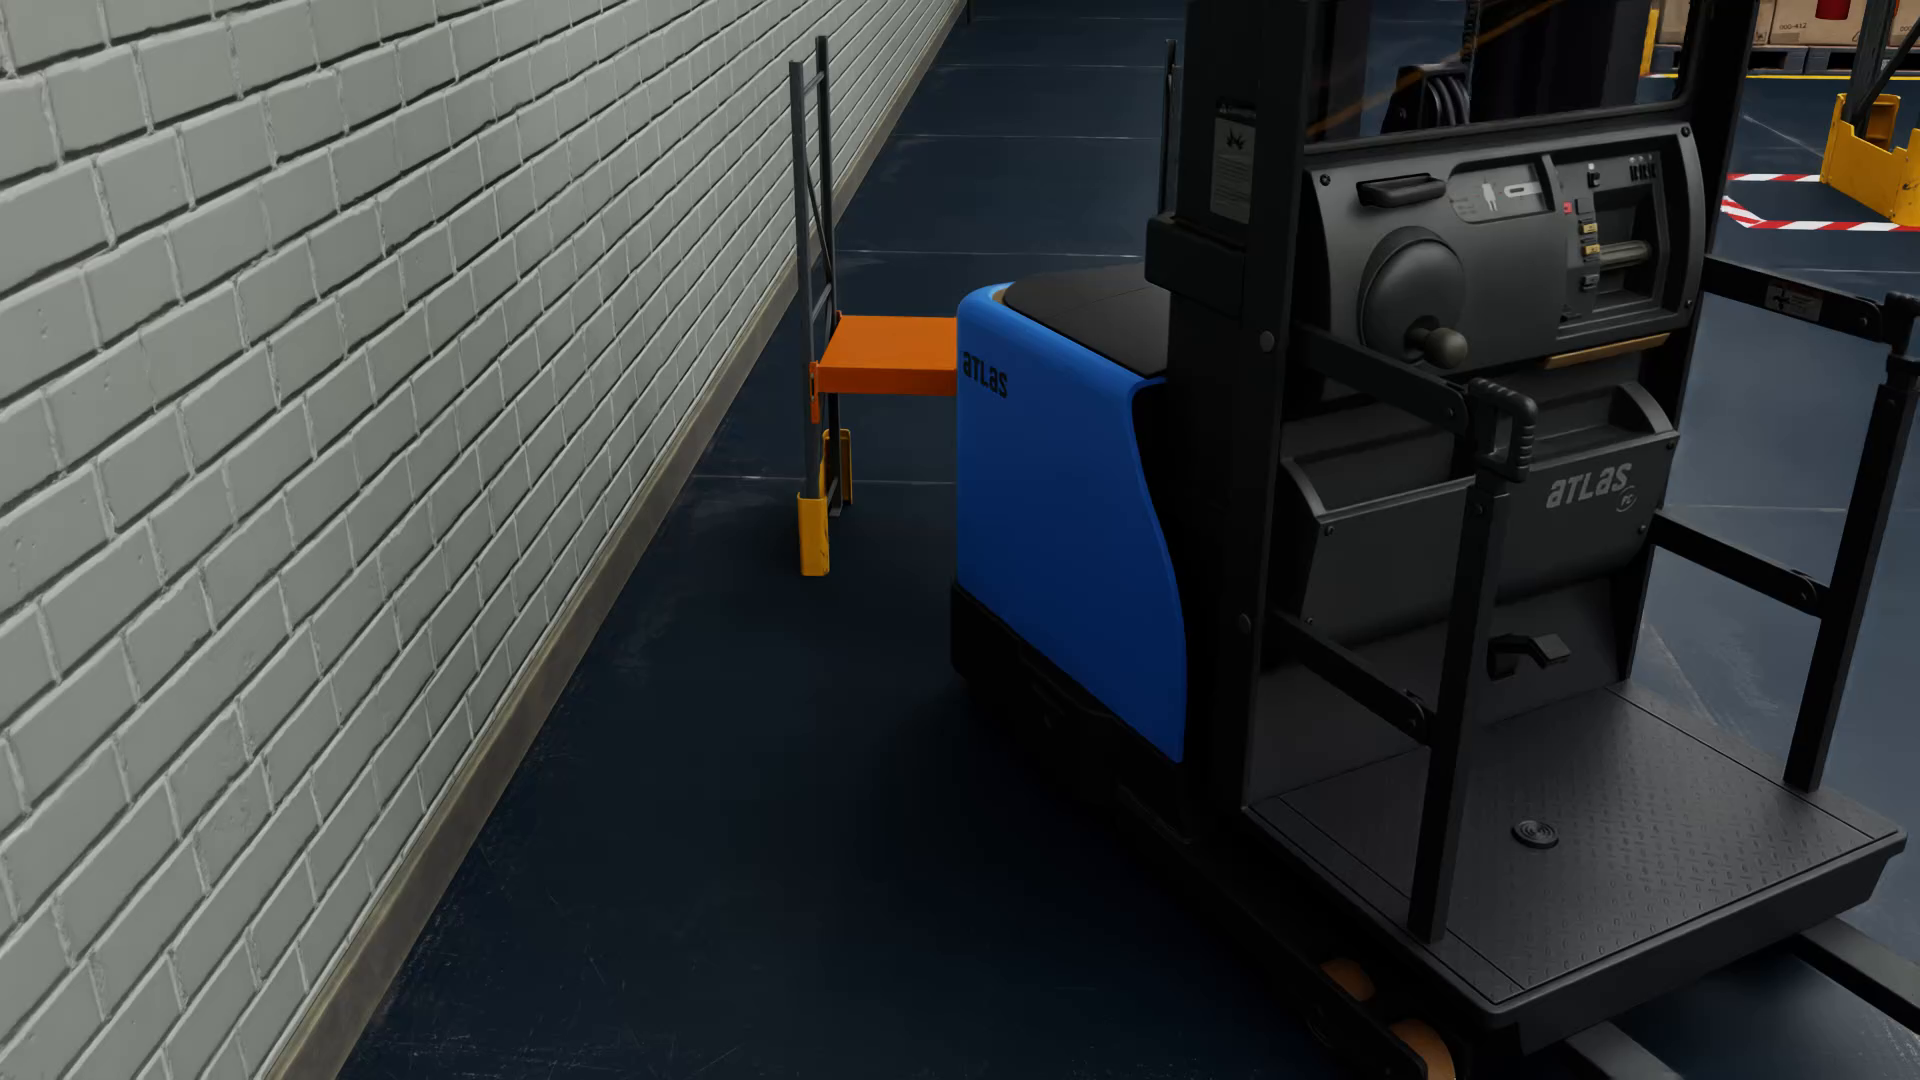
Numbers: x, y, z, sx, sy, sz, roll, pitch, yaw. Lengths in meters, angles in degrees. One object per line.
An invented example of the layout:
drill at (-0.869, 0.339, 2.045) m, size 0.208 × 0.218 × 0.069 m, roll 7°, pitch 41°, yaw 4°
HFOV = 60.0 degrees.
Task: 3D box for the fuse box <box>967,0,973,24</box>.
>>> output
fuse box at (0.127, -5.799, 15.805) m, size 0.414 × 1.711 × 0.539 m, roll 2°, pitch 25°, yaw 4°

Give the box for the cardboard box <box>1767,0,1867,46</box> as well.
cardboard box at (7.024, -4.364, 13.709) m, size 0.875 × 0.438 × 0.875 m, roll 2°, pitch 25°, yaw 5°

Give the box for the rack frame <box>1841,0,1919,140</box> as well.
rack frame at (5.167, -3.276, 8.782) m, size 0.127 × 3.000 × 1.000 m, roll 2°, pitch 25°, yaw 4°

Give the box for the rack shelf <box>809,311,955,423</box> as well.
rack shelf at (0.085, -0.515, 5.006) m, size 1.000 × 0.185 × 0.538 m, roll 2°, pitch 25°, yaw 4°

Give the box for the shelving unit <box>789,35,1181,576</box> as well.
shelving unit at (0.076, -0.679, 4.931) m, size 1.083 × 1.500 × 0.587 m, roll 2°, pitch 25°, yaw 4°

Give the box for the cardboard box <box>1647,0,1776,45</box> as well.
cardboard box at (6.111, -4.390, 13.765) m, size 0.875 × 0.438 × 0.875 m, roll 1°, pitch 25°, yaw 2°

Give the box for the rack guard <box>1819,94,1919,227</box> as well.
rack guard at (5.242, -2.138, 9.299) m, size 0.348 × 0.500 × 1.175 m, roll 2°, pitch 25°, yaw 4°

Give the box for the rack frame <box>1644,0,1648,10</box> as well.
rack frame at (5.445, -5.343, 13.273) m, size 0.127 × 3.000 × 1.000 m, roll 2°, pitch 25°, yaw 4°

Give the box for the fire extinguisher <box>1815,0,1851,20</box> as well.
fire extinguisher at (4.951, -3.272, 9.312) m, size 0.183 × 0.674 × 0.296 m, roll 2°, pitch 25°, yaw 4°

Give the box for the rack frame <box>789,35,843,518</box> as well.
rack frame at (-0.422, -0.695, 4.966) m, size 0.032 × 1.500 × 0.500 m, roll 2°, pitch 25°, yaw 4°

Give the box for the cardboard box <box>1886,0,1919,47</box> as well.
cardboard box at (7.923, -4.335, 13.645) m, size 0.875 × 0.438 × 0.875 m, roll 1°, pitch 25°, yaw 2°

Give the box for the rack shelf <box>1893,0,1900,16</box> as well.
rack shelf at (7.161, -2.886, 8.793) m, size 4.000 × 0.370 × 1.077 m, roll 2°, pitch 25°, yaw 4°

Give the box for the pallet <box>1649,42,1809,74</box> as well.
pallet at (6.248, -4.083, 13.871) m, size 1.213 × 0.211 × 1.003 m, roll 2°, pitch 25°, yaw 4°

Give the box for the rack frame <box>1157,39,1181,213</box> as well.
rack frame at (0.592, -0.662, 4.895) m, size 0.032 × 1.500 × 0.500 m, roll 2°, pitch 25°, yaw 4°

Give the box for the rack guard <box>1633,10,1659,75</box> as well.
rack guard at (5.421, -4.208, 13.797) m, size 0.348 × 0.500 × 1.175 m, roll 2°, pitch 25°, yaw 4°

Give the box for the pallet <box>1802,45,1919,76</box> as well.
pallet at (7.461, -4.043, 13.783) m, size 1.213 × 0.211 × 1.003 m, roll 2°, pitch 25°, yaw 4°

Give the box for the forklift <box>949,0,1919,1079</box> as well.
forklift at (1.115, -0.517, 2.867) m, size 1.130 × 2.935 × 3.031 m, roll -13°, pitch 28°, yaw -26°

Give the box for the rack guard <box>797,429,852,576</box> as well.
rack guard at (-0.421, -0.127, 5.227) m, size 0.087 × 0.250 × 0.587 m, roll 2°, pitch 25°, yaw 4°
